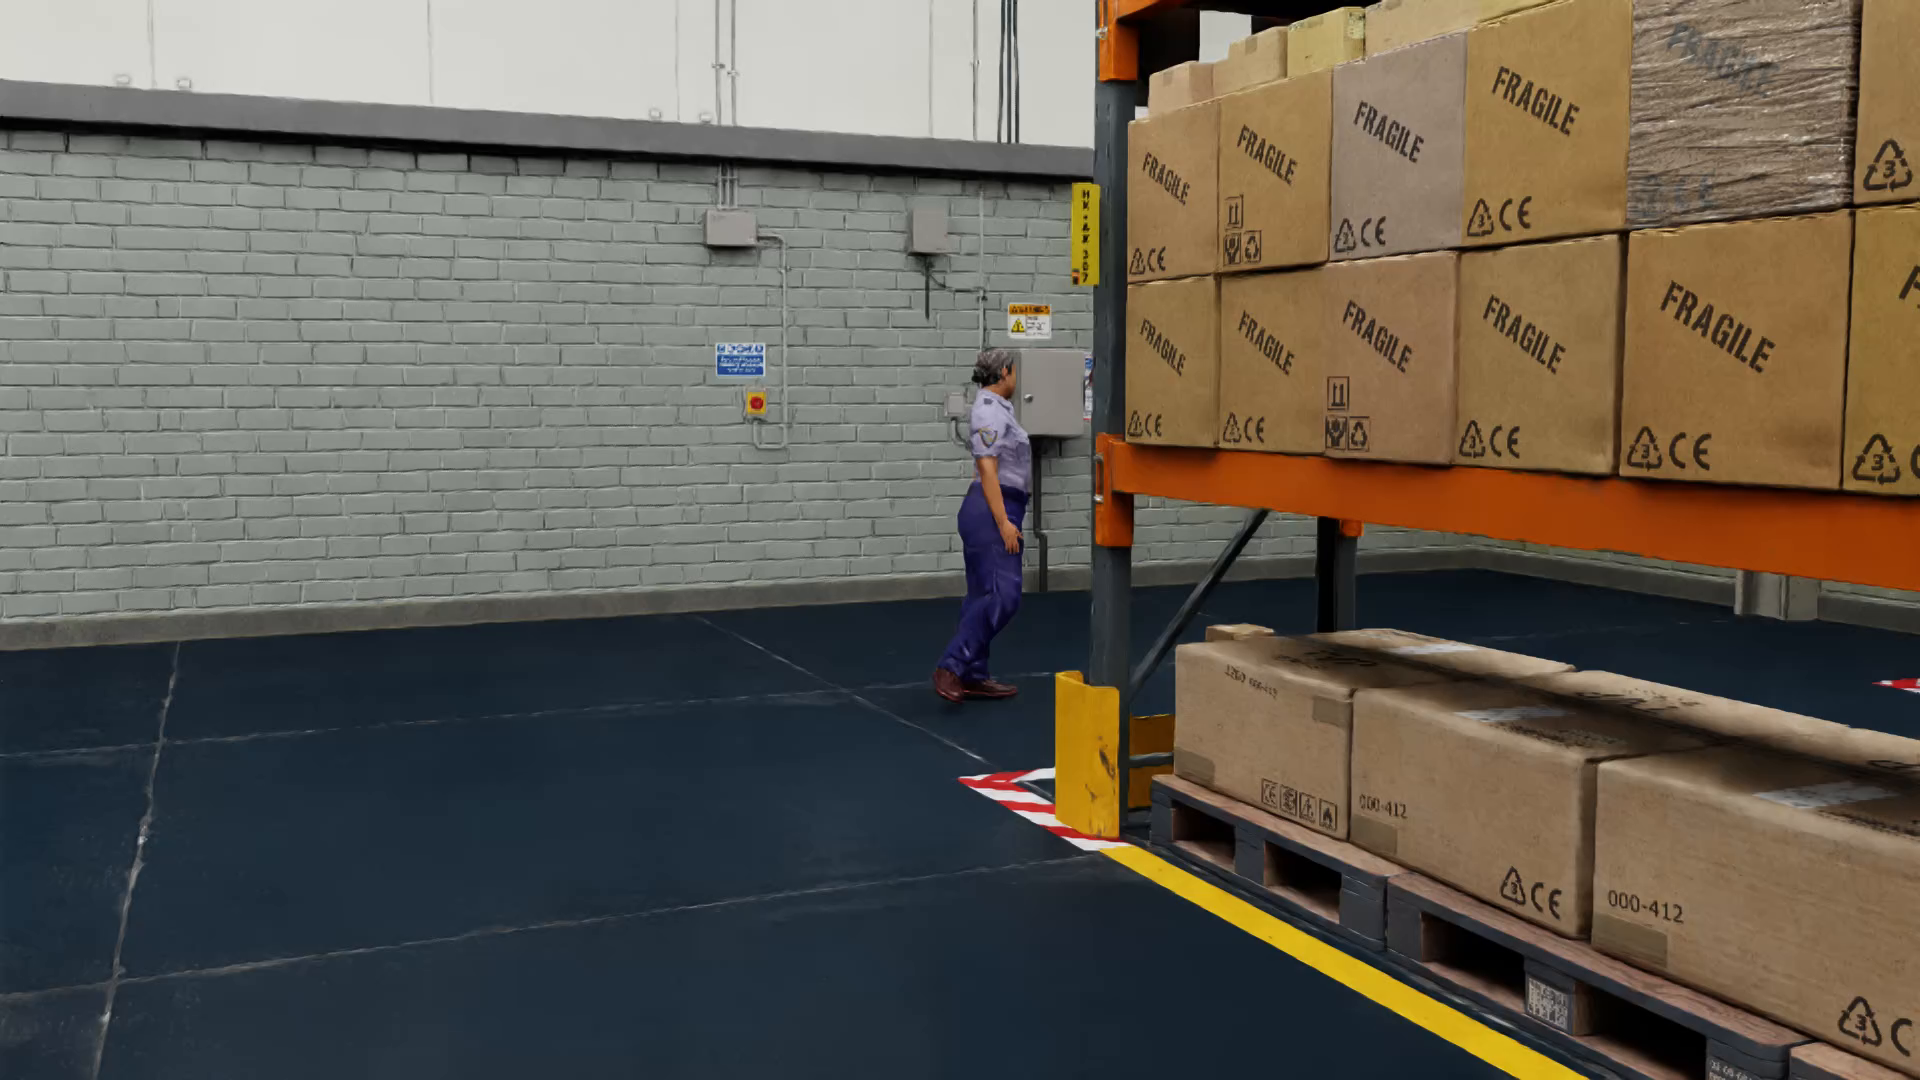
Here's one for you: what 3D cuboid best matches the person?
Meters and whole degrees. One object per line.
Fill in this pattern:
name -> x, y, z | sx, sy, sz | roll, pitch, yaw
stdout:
person -> 0.102, -0.073, 7.678 | 0.457, 1.642, 0.667 | 0, 6, 3
